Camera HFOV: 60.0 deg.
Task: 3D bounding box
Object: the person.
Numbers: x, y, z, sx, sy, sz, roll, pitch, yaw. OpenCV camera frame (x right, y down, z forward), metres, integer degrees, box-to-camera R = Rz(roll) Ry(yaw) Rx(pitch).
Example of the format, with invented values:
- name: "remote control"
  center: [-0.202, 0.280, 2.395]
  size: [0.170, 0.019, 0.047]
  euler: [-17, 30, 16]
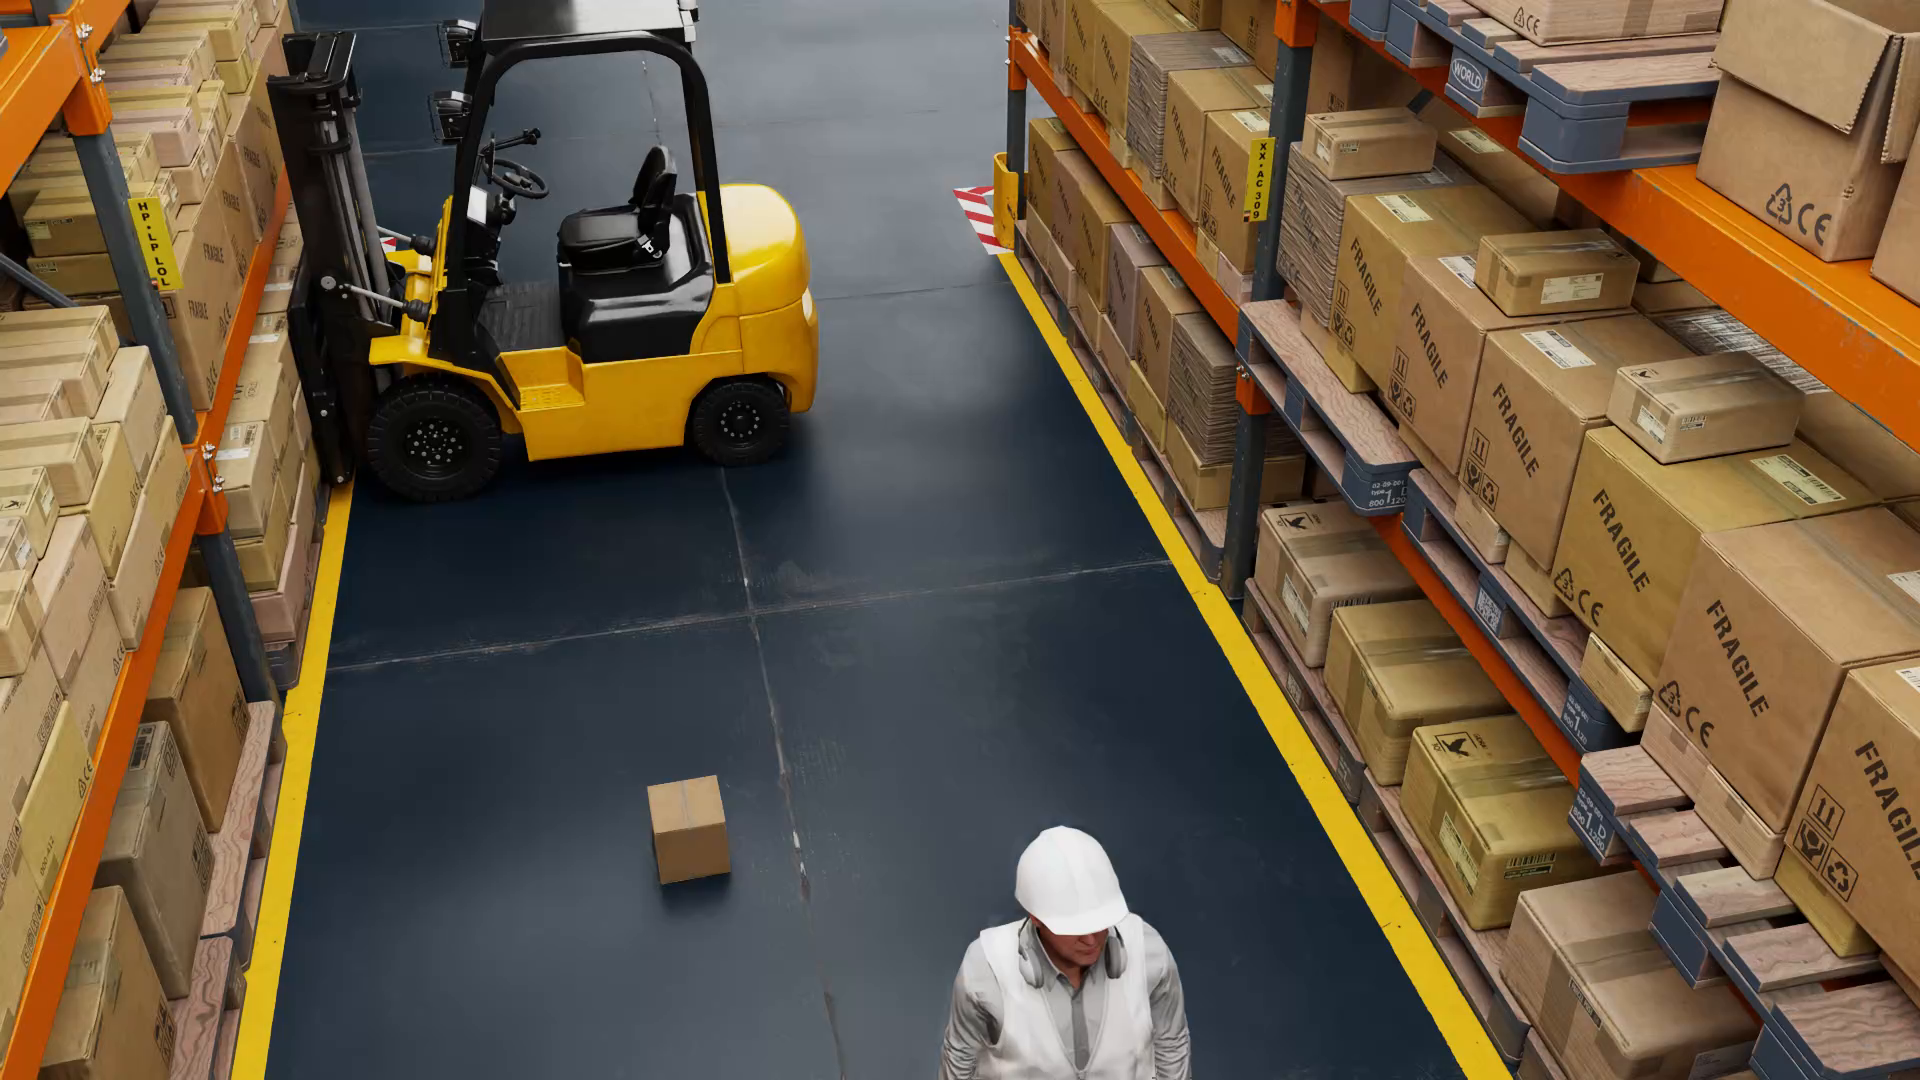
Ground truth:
- name: "person"
  center: [0.270, 1.452, 3.997]
  size: [0.584, 1.818, 0.715]
  euler: [-9, 35, -13]
